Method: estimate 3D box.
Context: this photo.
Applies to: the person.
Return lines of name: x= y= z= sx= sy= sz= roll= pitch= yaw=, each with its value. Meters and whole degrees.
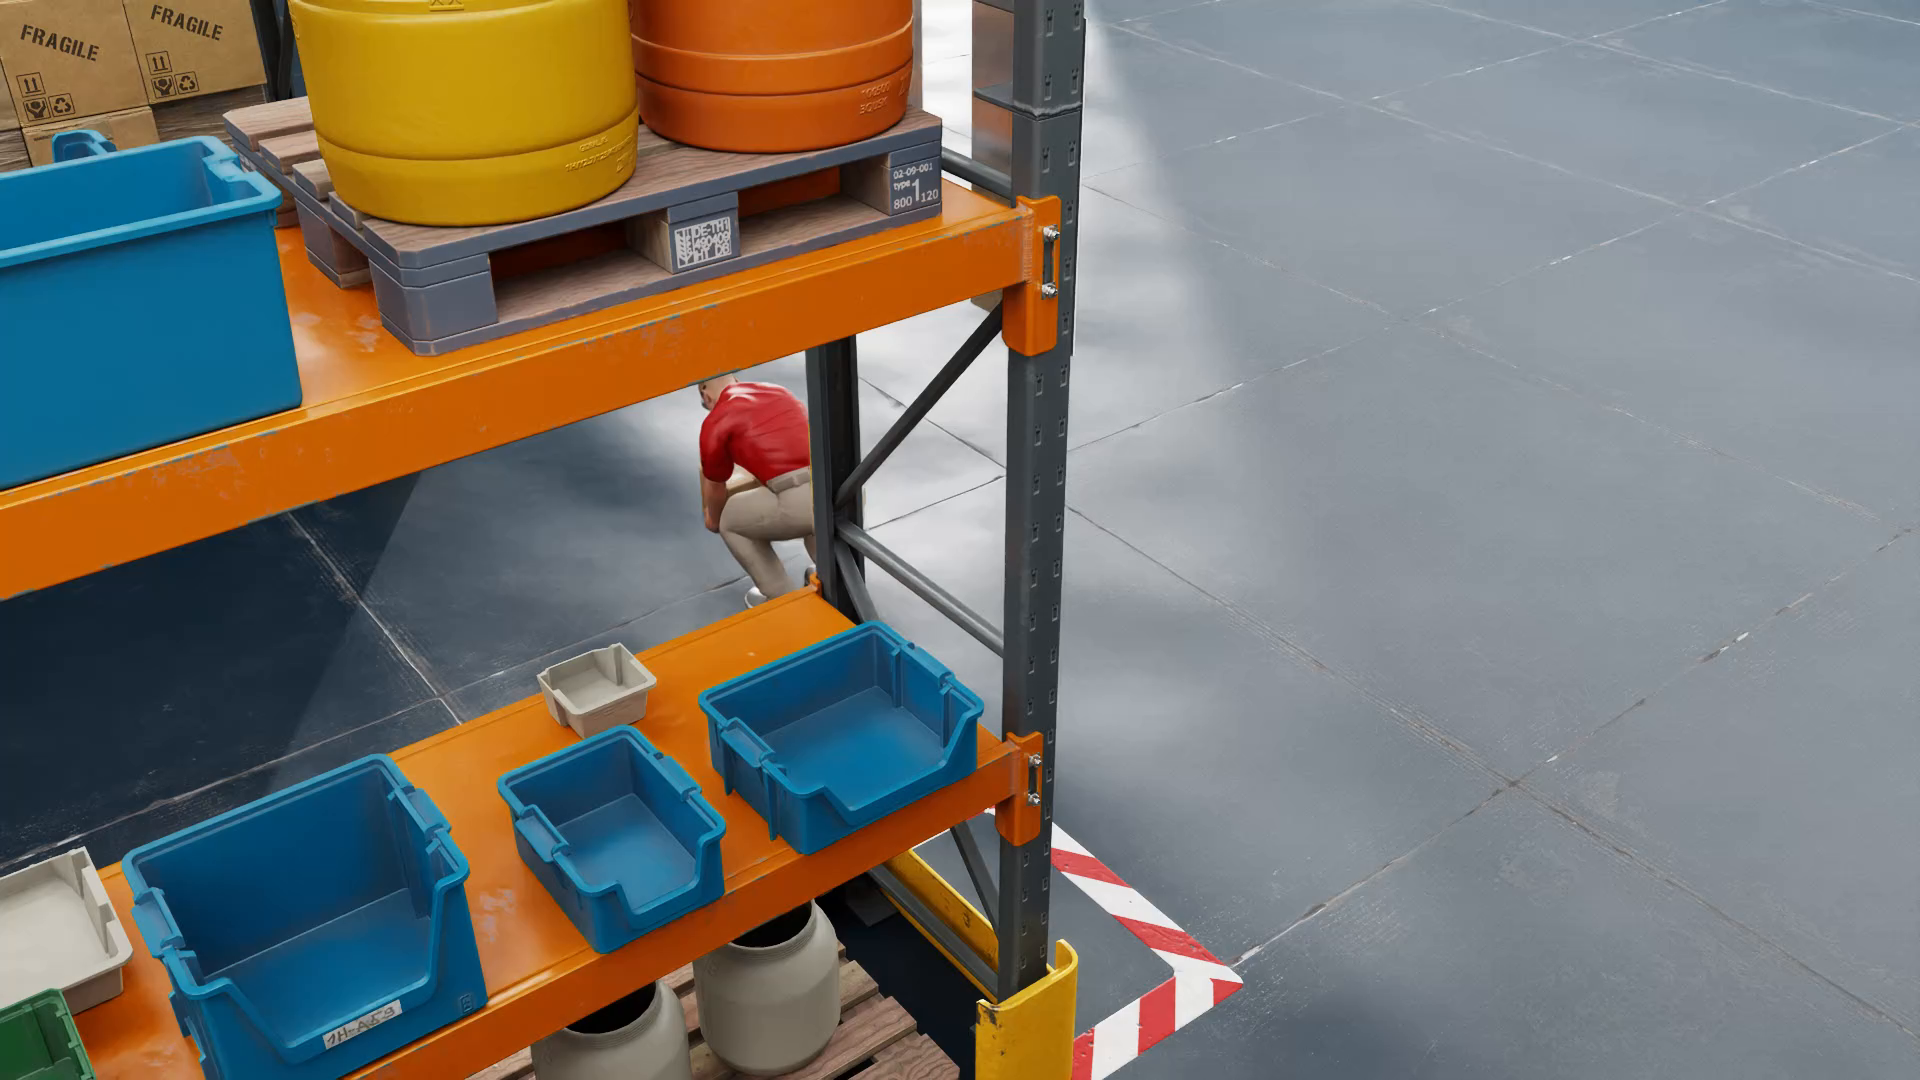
person: x=-0.798 y=-0.199 z=7.183 sx=0.542 sy=0.980 sz=0.918 roll=-24 pitch=39 yaw=-33
